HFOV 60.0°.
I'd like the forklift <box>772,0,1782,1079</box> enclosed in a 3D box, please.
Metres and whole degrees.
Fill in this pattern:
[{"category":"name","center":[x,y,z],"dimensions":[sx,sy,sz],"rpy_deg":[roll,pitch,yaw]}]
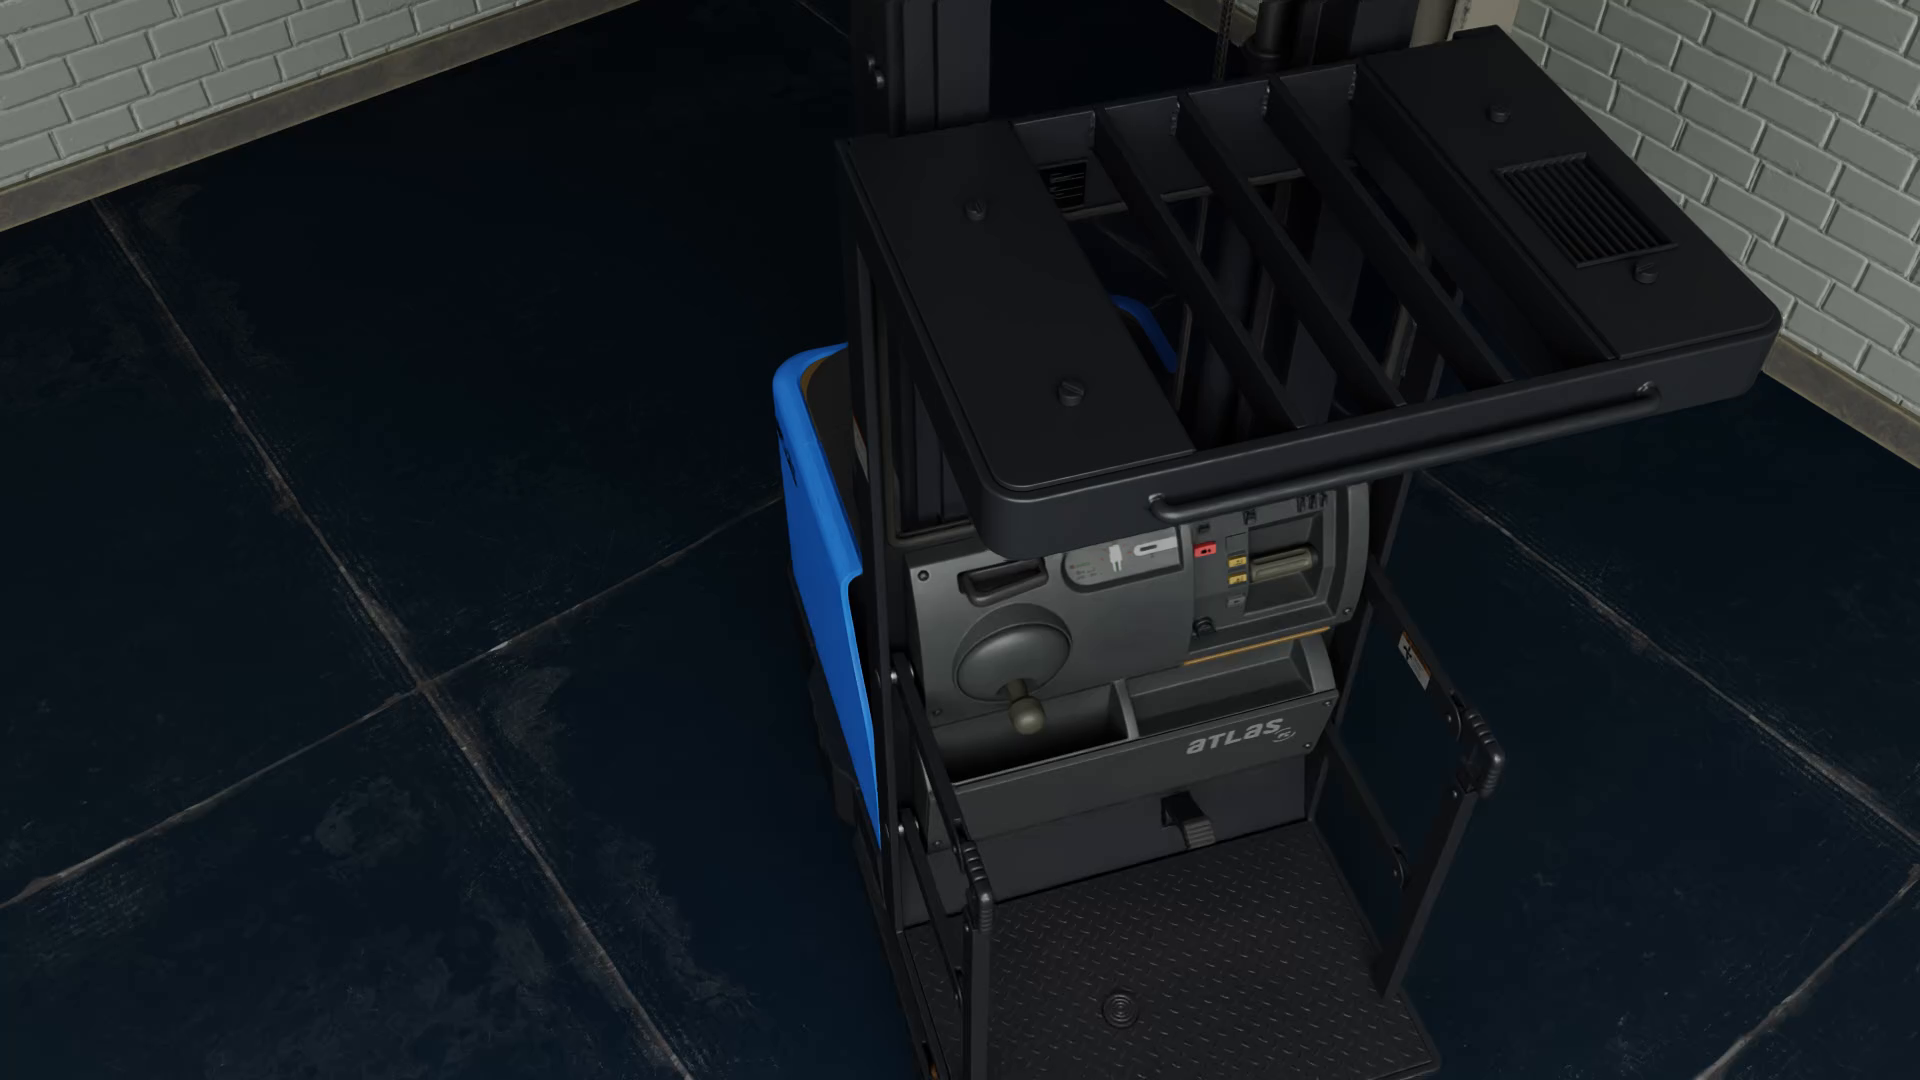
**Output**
[{"category":"forklift","center":[0.425,0.208,3.083],"dimensions":[1.130,2.935,3.031],"rpy_deg":[-13,49,-11]}]

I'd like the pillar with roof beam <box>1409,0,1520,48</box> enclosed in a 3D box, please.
[{"category":"pillar with roof beam","center":[-1.668,-2.537,1.476],"dimensions":[9.100,9.000,0.400],"rpy_deg":[-29,54,-24]}]
